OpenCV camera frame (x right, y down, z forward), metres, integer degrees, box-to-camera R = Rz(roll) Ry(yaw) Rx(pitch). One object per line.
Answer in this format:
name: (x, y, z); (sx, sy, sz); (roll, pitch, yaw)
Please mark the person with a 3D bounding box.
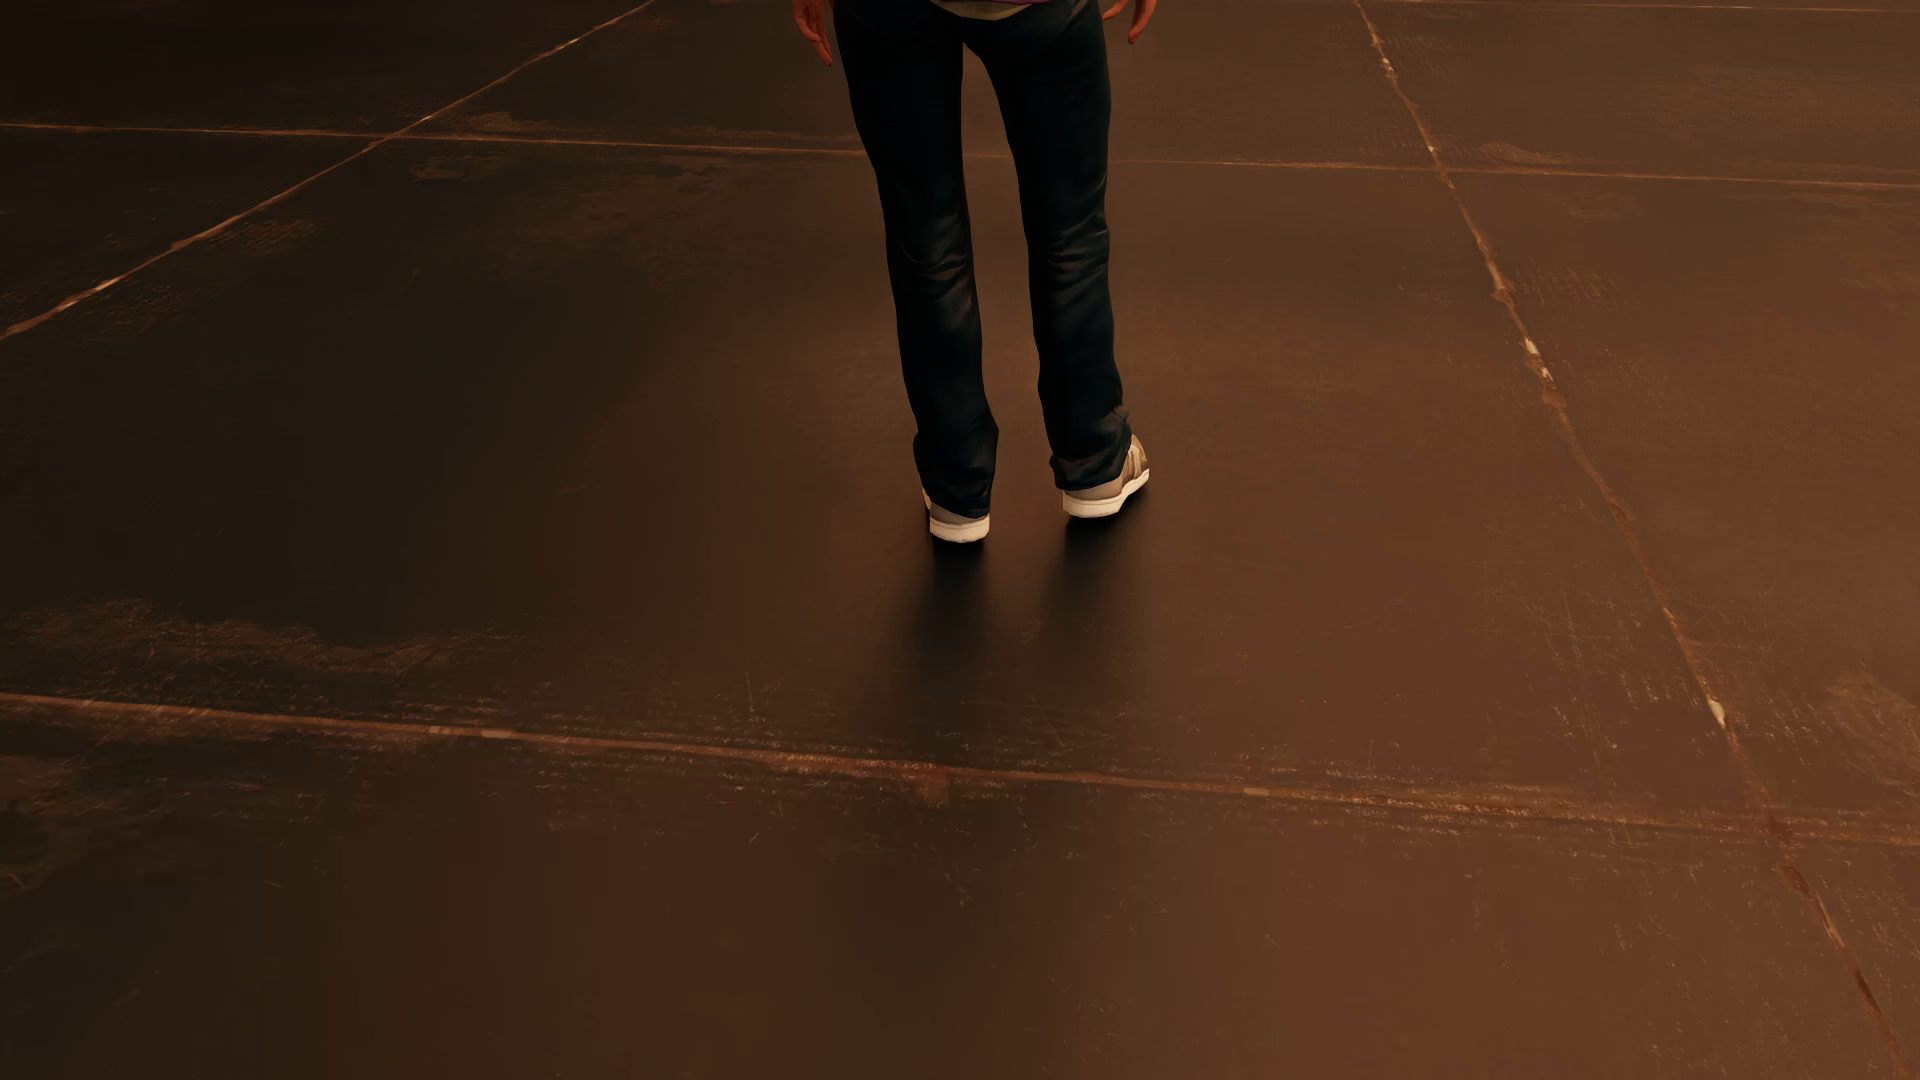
person: (0.024, -0.753, 2.204); (0.520, 1.597, 0.476); (3, 27, 7)
